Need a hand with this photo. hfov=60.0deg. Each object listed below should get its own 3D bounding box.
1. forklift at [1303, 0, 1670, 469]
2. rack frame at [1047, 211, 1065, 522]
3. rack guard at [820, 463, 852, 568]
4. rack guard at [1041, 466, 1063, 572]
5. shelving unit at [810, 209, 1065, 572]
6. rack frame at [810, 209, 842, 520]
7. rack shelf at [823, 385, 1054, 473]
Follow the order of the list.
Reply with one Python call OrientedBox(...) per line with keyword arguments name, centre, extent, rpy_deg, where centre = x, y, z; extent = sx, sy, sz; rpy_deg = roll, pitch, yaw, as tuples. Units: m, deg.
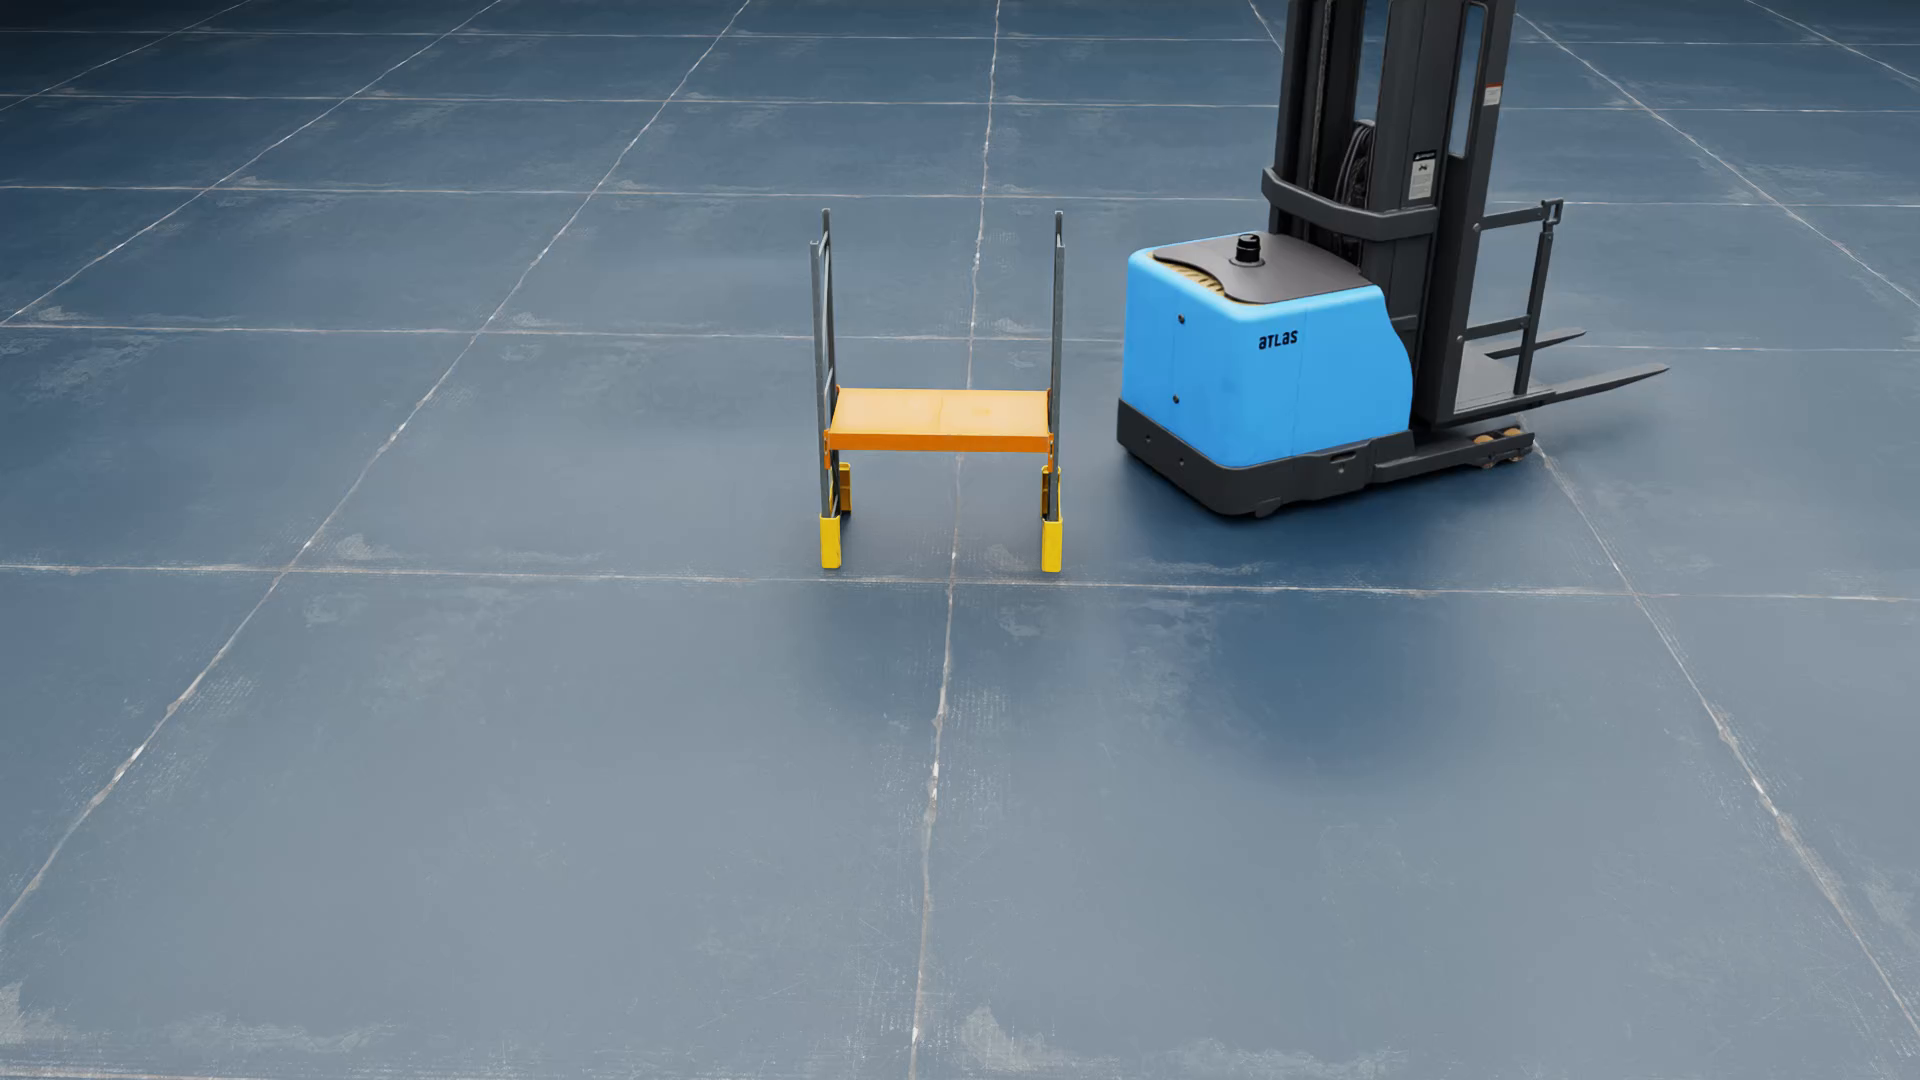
OrientedBox(name="forklift", centre=(2.363, -1.863, 8.135), extent=(3.031, 2.935, 1.121), rpy_deg=(-13, 31, -23))
OrientedBox(name="rack frame", centre=(0.423, -0.656, 7.386), extent=(0.032, 1.500, 0.500), rpy_deg=(1, 28, 2))
OrientedBox(name="rack guard", centre=(-0.574, -0.120, 7.709), extent=(0.087, 0.250, 0.587), rpy_deg=(1, 28, 2))
OrientedBox(name="rack guard", centre=(0.422, -0.103, 7.678), extent=(0.087, 0.250, 0.587), rpy_deg=(1, 28, 2))
OrientedBox(name="shelving unit", centre=(-0.076, -0.664, 7.401), extent=(1.083, 1.500, 0.587), rpy_deg=(1, 28, 2))
OrientedBox(name="rack frame", centre=(-0.593, -0.672, 7.417), extent=(0.032, 1.500, 0.500), rpy_deg=(1, 28, 2))
OrientedBox(name="rack shelf", centre=(-0.085, -0.505, 7.486), extent=(1.000, 0.185, 0.538), rpy_deg=(1, 28, 2))
